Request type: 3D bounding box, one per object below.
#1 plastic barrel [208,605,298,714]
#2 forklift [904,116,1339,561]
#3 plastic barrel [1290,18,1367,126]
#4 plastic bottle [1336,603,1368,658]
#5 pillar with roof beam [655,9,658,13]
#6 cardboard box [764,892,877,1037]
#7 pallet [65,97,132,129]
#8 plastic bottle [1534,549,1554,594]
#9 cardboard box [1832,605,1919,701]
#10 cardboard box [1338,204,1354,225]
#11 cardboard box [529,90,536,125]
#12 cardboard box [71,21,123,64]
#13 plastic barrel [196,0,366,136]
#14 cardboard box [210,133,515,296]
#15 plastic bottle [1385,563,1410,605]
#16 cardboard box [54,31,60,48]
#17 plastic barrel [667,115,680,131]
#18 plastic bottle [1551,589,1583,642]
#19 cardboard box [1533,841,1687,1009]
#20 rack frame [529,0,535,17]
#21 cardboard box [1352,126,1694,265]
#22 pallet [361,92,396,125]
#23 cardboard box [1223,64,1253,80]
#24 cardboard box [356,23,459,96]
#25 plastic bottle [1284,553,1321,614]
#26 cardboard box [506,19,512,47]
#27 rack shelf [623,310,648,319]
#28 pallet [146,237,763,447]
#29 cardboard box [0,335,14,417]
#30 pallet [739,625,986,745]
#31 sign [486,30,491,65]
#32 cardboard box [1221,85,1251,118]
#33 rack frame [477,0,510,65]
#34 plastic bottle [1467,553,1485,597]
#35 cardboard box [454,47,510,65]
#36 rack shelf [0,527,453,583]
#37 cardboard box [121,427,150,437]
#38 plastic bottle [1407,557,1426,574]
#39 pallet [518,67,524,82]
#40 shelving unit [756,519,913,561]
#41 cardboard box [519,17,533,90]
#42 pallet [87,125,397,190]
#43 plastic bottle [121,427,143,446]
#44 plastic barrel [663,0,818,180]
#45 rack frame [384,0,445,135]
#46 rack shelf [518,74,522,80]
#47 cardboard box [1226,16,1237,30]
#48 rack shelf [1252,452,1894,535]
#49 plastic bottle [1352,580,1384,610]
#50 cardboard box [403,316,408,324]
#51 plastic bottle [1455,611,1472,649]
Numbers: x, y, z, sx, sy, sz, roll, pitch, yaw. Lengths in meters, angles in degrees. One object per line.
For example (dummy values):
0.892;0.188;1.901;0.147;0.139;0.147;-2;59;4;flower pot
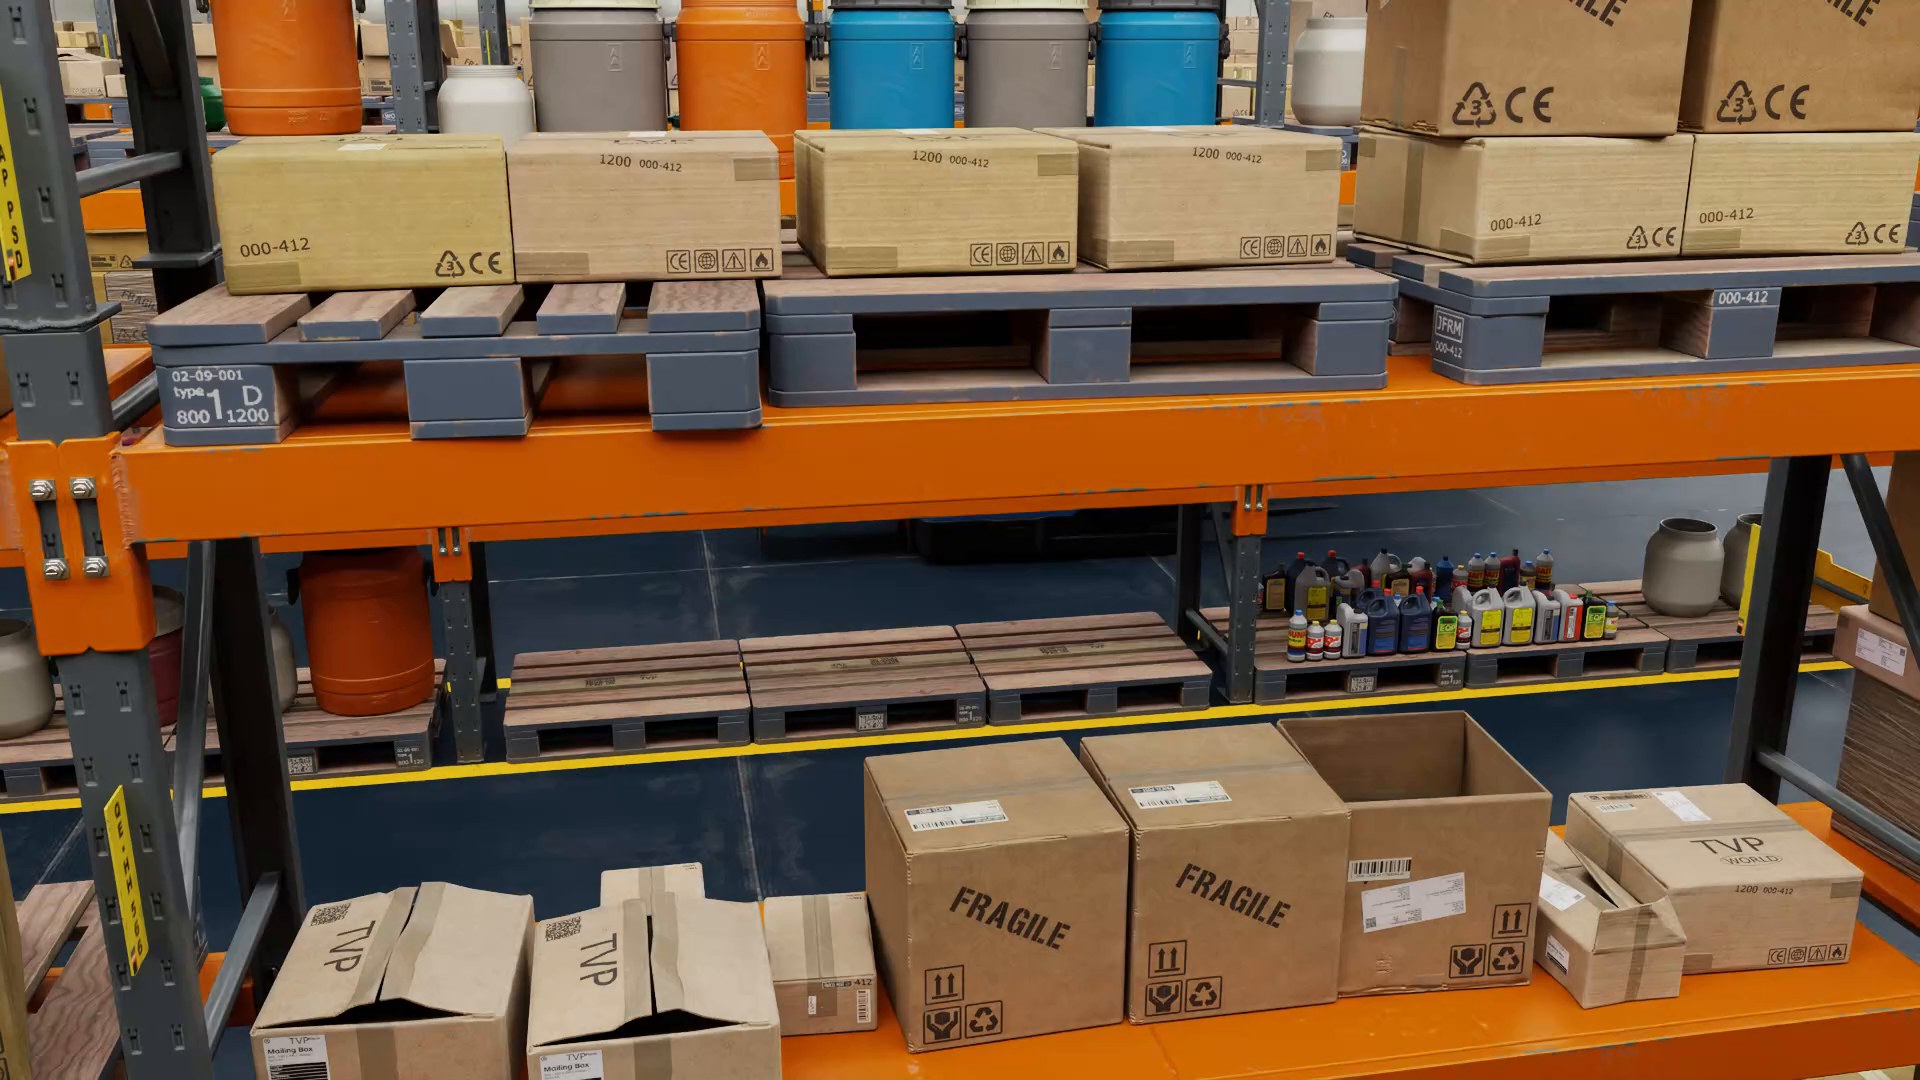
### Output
-3.524;0.607;8.247;0.421;0.512;0.421;0;17;0;plastic barrel
1.146;-1.445;11.525;3.031;2.935;1.130;-3;17;-10;forklift
1.878;-2.349;8.335;0.421;0.512;0.421;0;17;0;plastic barrel
2.126;0.481;9.026;0.135;0.276;0.152;-3;17;-8;plastic bottle
-4.349;-8.145;23.004;0.400;9.000;9.100;-3;17;-10;pillar with roof beam
-0.332;0.990;3.906;0.250;0.149;0.380;-2;17;-6;cardboard box
-6.486;-3.083;11.958;1.217;0.209;0.805;-4;18;-13;pallet
3.506;0.189;9.985;0.097;0.271;0.097;0;17;0;plastic bottle
2.580;0.300;4.451;0.250;0.149;0.380;-3;17;-10;cardboard box
2.931;-2.853;13.613;0.500;0.500;0.500;-3;17;-10;cardboard box
-2.940;-3.213;12.312;0.500;0.250;0.500;-3;17;-9;cardboard box
-10.575;-6.180;20.653;0.637;0.503;0.797;-2;17;-6;cardboard box
-3.068;-2.280;7.570;0.708;0.830;0.600;-3;17;-10;plastic barrel
-1.139;-0.647;3.240;0.500;0.250;0.500;-5;18;-15;cardboard box
2.546;0.275;9.684;0.133;0.283;0.061;-3;17;-10;plastic bottle
-8.732;-4.789;15.911;0.250;0.149;0.380;-3;17;-9;cardboard box
-1.305;-1.976;8.264;0.301;0.262;0.301;0;17;0;plastic barrel
3.372;0.410;9.256;0.135;0.276;0.152;-3;17;-10;plastic bottle
1.525;0.901;3.998;0.258;0.266;0.396;-4;17;-12;cardboard box
-4.291;-6.202;16.676;0.127;3.000;1.000;-3;17;-10;rack frame
1.208;-0.765;3.626;0.500;0.250;0.500;-5;18;-16;cardboard box
-4.071;-3.191;12.304;1.003;0.211;1.213;-2;17;-8;pallet
2.129;-3.687;13.173;0.250;0.149;0.380;-4;17;-12;cardboard box
-4.035;-3.528;12.188;0.637;0.503;0.797;-2;17;-7;cardboard box
1.995;0.244;9.672;0.185;0.351;0.144;-4;17;-12;plastic bottle
-4.639;-5.084;16.672;0.258;0.266;0.396;-3;17;-10;cardboard box
-1.486;-1.666;13.352;4.000;0.370;1.077;-3;17;-10;rack shelf
-0.924;-0.450;3.379;1.003;0.211;1.213;-2;17;-8;pallet
-1.996;-0.490;3.019;0.500;0.500;0.910;-3;17;-10;cardboard box
-0.546;0.764;8.966;1.213;0.211;1.003;-3;17;-10;pallet
-3.352;-3.457;11.833;0.005;0.325;0.100;-3;17;-10;sign
1.977;-3.490;13.213;0.500;0.250;0.500;-4;18;-13;cardboard box
-3.449;-4.766;12.003;0.127;3.000;1.000;-3;17;-10;rack frame
3.071;0.214;9.905;0.097;0.271;0.097;0;17;0;plastic bottle
-4.804;-4.710;16.760;0.500;0.500;0.500;-3;17;-10;cardboard box
-4.473;-0.015;7.978;4.000;0.370;1.077;-3;17;-10;rack shelf
-5.875;-0.952;12.706;0.875;0.875;1.225;-4;17;-12;cardboard box
2.661;0.243;9.802;0.135;0.276;0.152;-3;17;-9;plastic bottle
-5.951;-6.048;21.606;1.003;0.211;1.213;-2;17;-8;pallet
-0.885;-0.492;11.498;1.048;1.125;0.538;-3;17;-10;shelving unit
-2.939;-3.571;12.199;0.500;0.500;0.500;-3;17;-10;cardboard box
-3.279;-1.800;7.775;1.213;0.211;1.003;-3;17;-10;pallet
-4.139;-0.433;8.310;0.133;0.283;0.061;-3;17;-10;plastic bottle
-1.020;-2.129;7.795;0.708;0.830;0.600;-3;17;-10;plastic barrel
-2.510;-3.338;7.354;0.127;3.000;1.000;-3;17;-10;rack frame
-8.238;-7.164;26.145;4.000;0.370;1.077;-3;17;-10;rack shelf
2.800;-5.579;17.941;0.250;0.149;0.380;-3;17;-10;cardboard box
3.381;-0.461;9.429;4.000;0.370;1.077;-3;17;-10;rack shelf
2.262;0.396;9.177;0.185;0.351;0.144;-3;17;-10;plastic bottle
-4.377;-1.821;12.462;0.500;0.500;0.500;-3;17;-11;cardboard box
2.757;0.489;9.127;0.097;0.201;0.097;0;17;0;plastic bottle
